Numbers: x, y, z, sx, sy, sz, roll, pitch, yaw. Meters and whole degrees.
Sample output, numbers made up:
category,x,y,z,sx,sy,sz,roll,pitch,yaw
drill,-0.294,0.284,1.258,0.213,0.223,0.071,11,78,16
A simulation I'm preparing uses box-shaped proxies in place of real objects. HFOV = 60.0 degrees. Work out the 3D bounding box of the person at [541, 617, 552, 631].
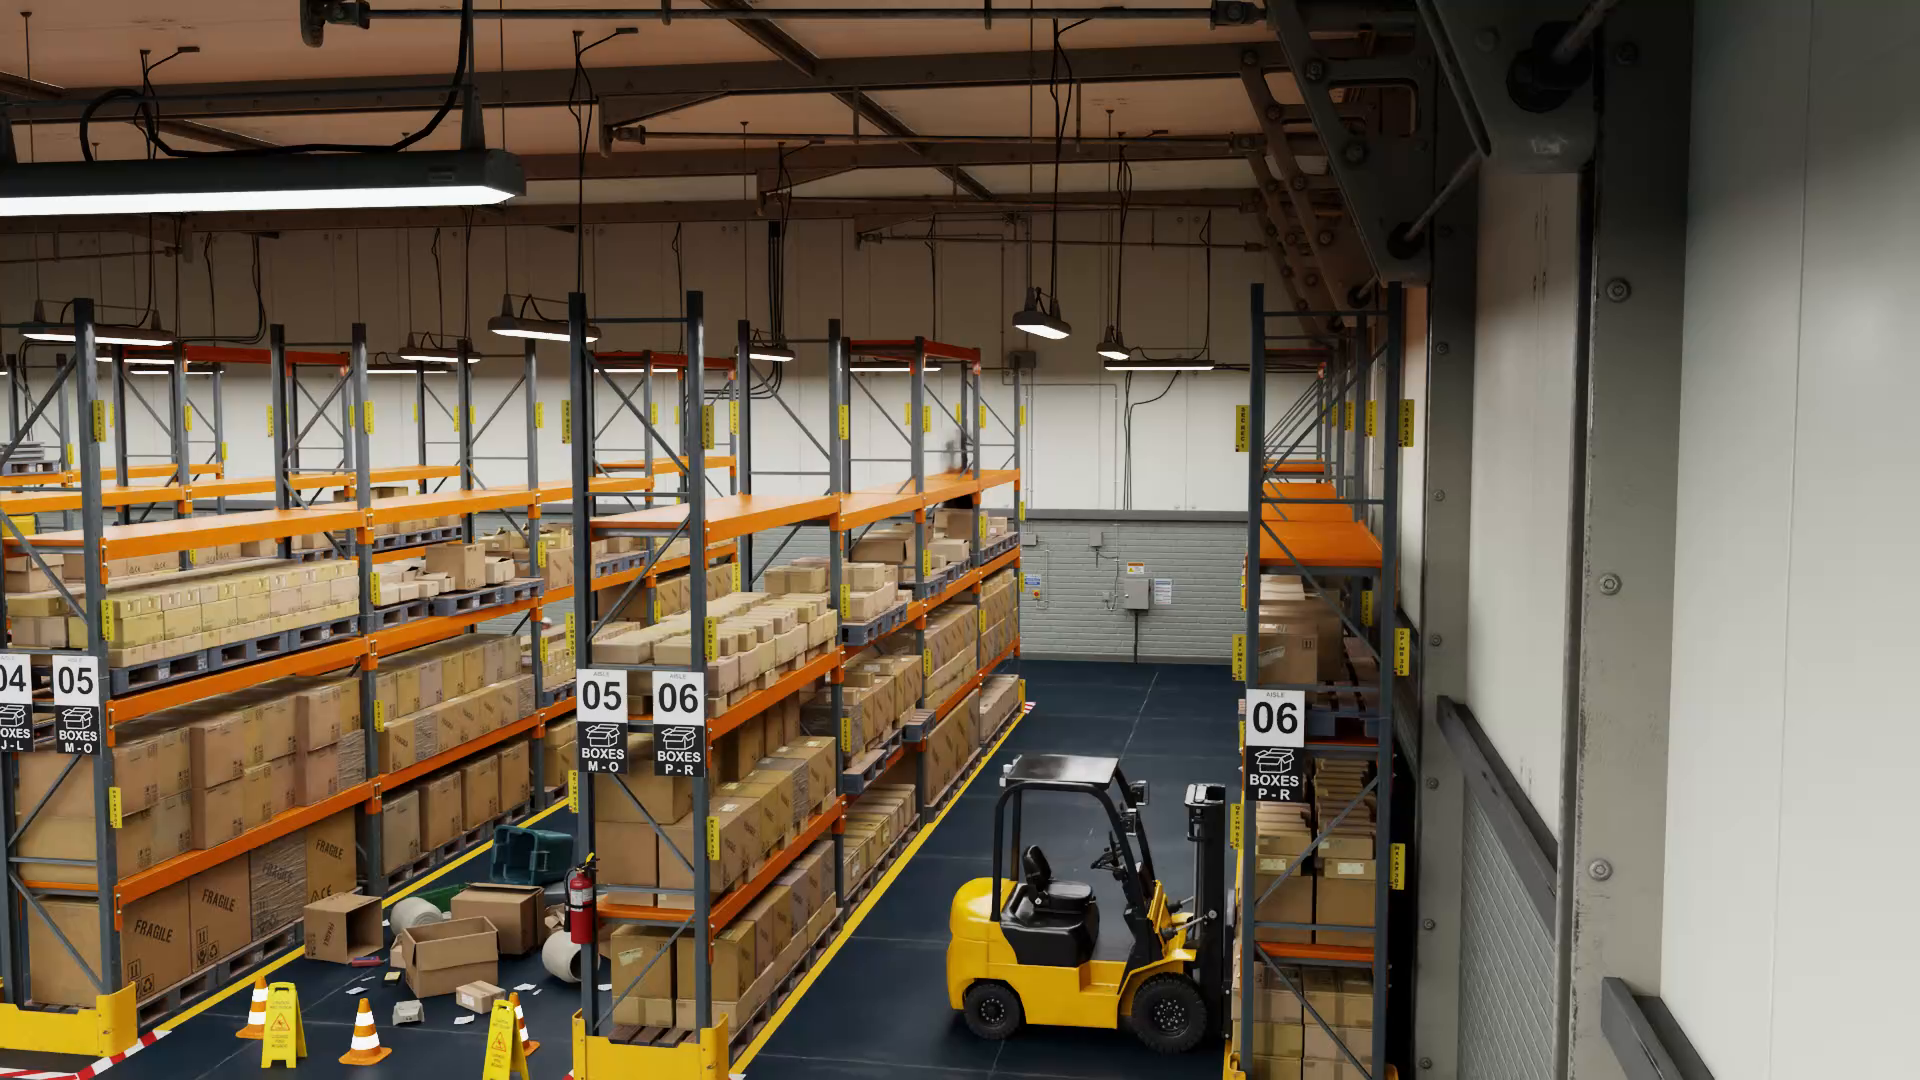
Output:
category,x,y,z,sx,sy,sz,roll,pitch,yaw
person,-6.558,2.130,26.636,0.672,1.830,0.930,1,5,11
